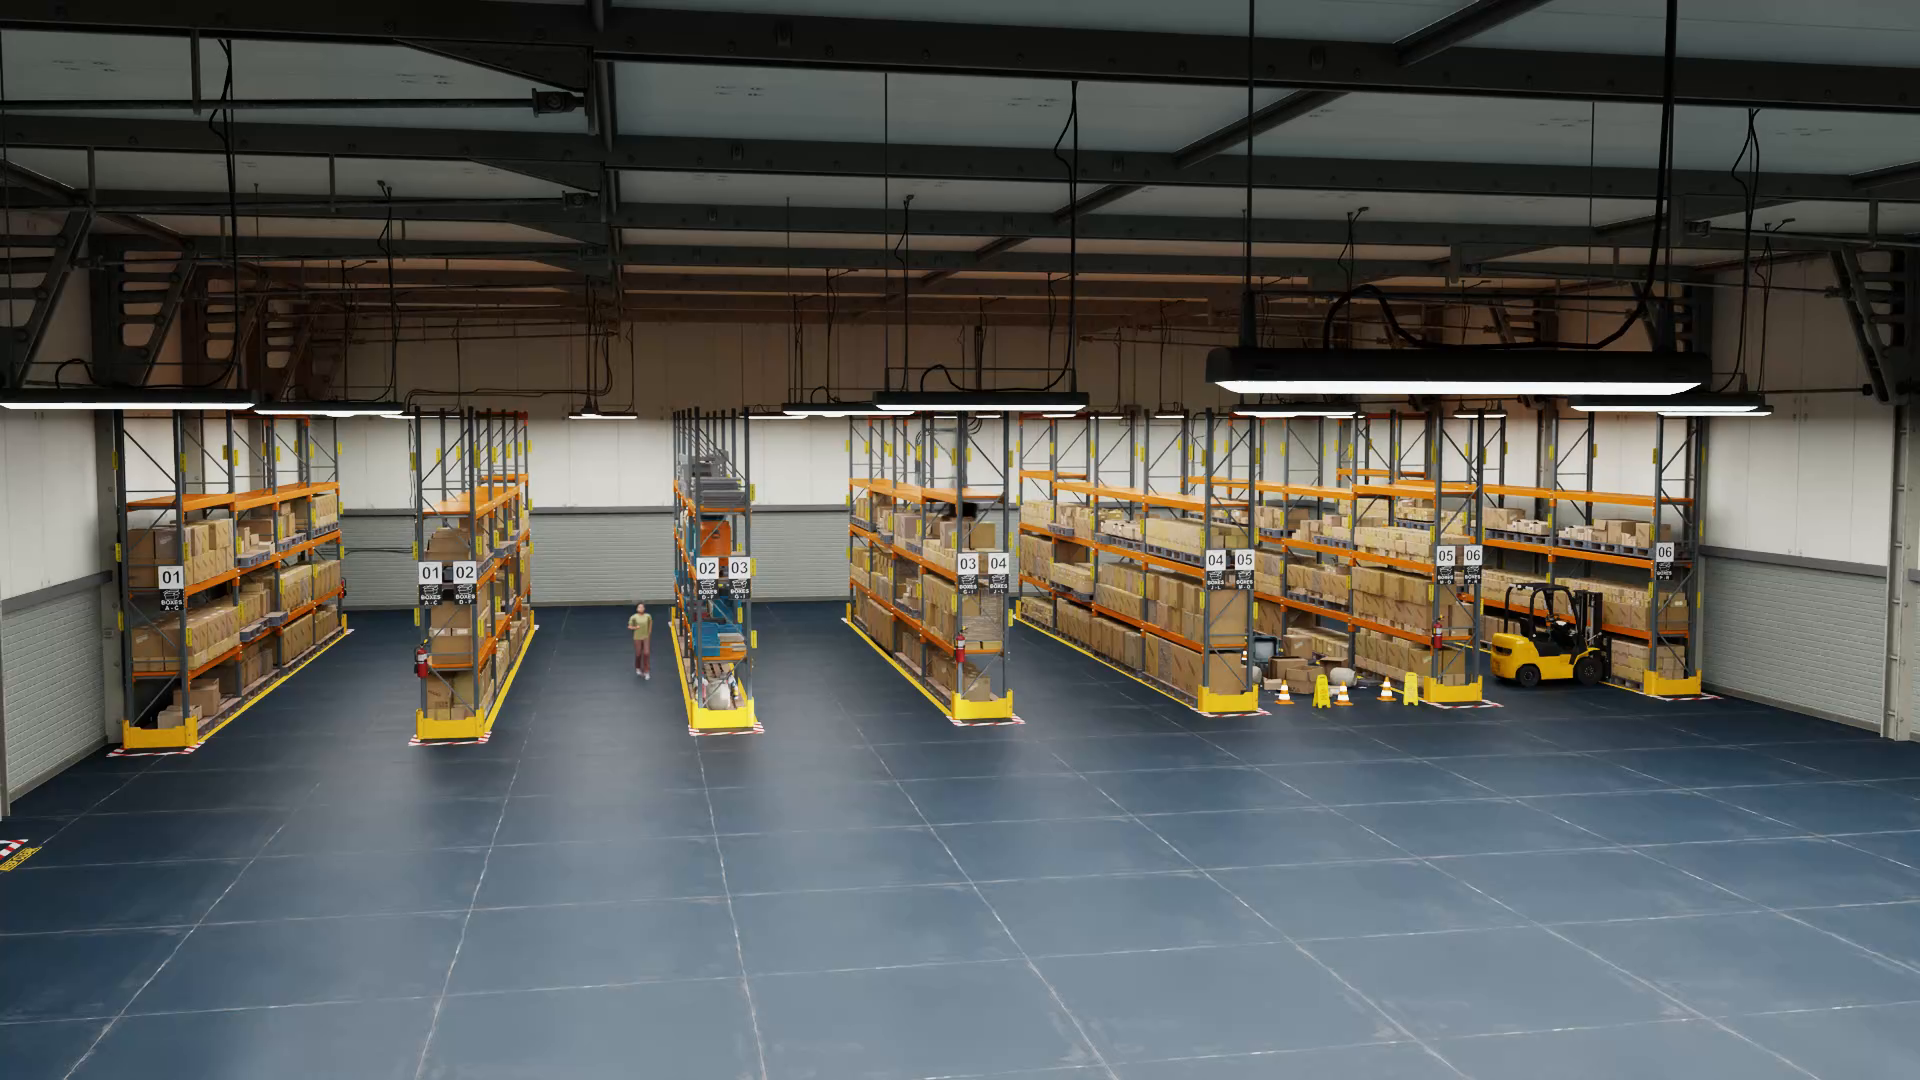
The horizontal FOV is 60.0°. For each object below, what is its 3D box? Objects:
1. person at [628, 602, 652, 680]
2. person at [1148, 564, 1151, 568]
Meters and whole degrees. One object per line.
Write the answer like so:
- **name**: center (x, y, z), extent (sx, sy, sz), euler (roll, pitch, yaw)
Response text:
- **person**: center (-7.110, 2.232, 37.076), extent (0.570, 1.683, 0.904), euler (-2, 4, -21)
- **person**: center (5.188, 1.543, 46.431), extent (0.660, 1.809, 0.878), euler (-2, 4, -24)
